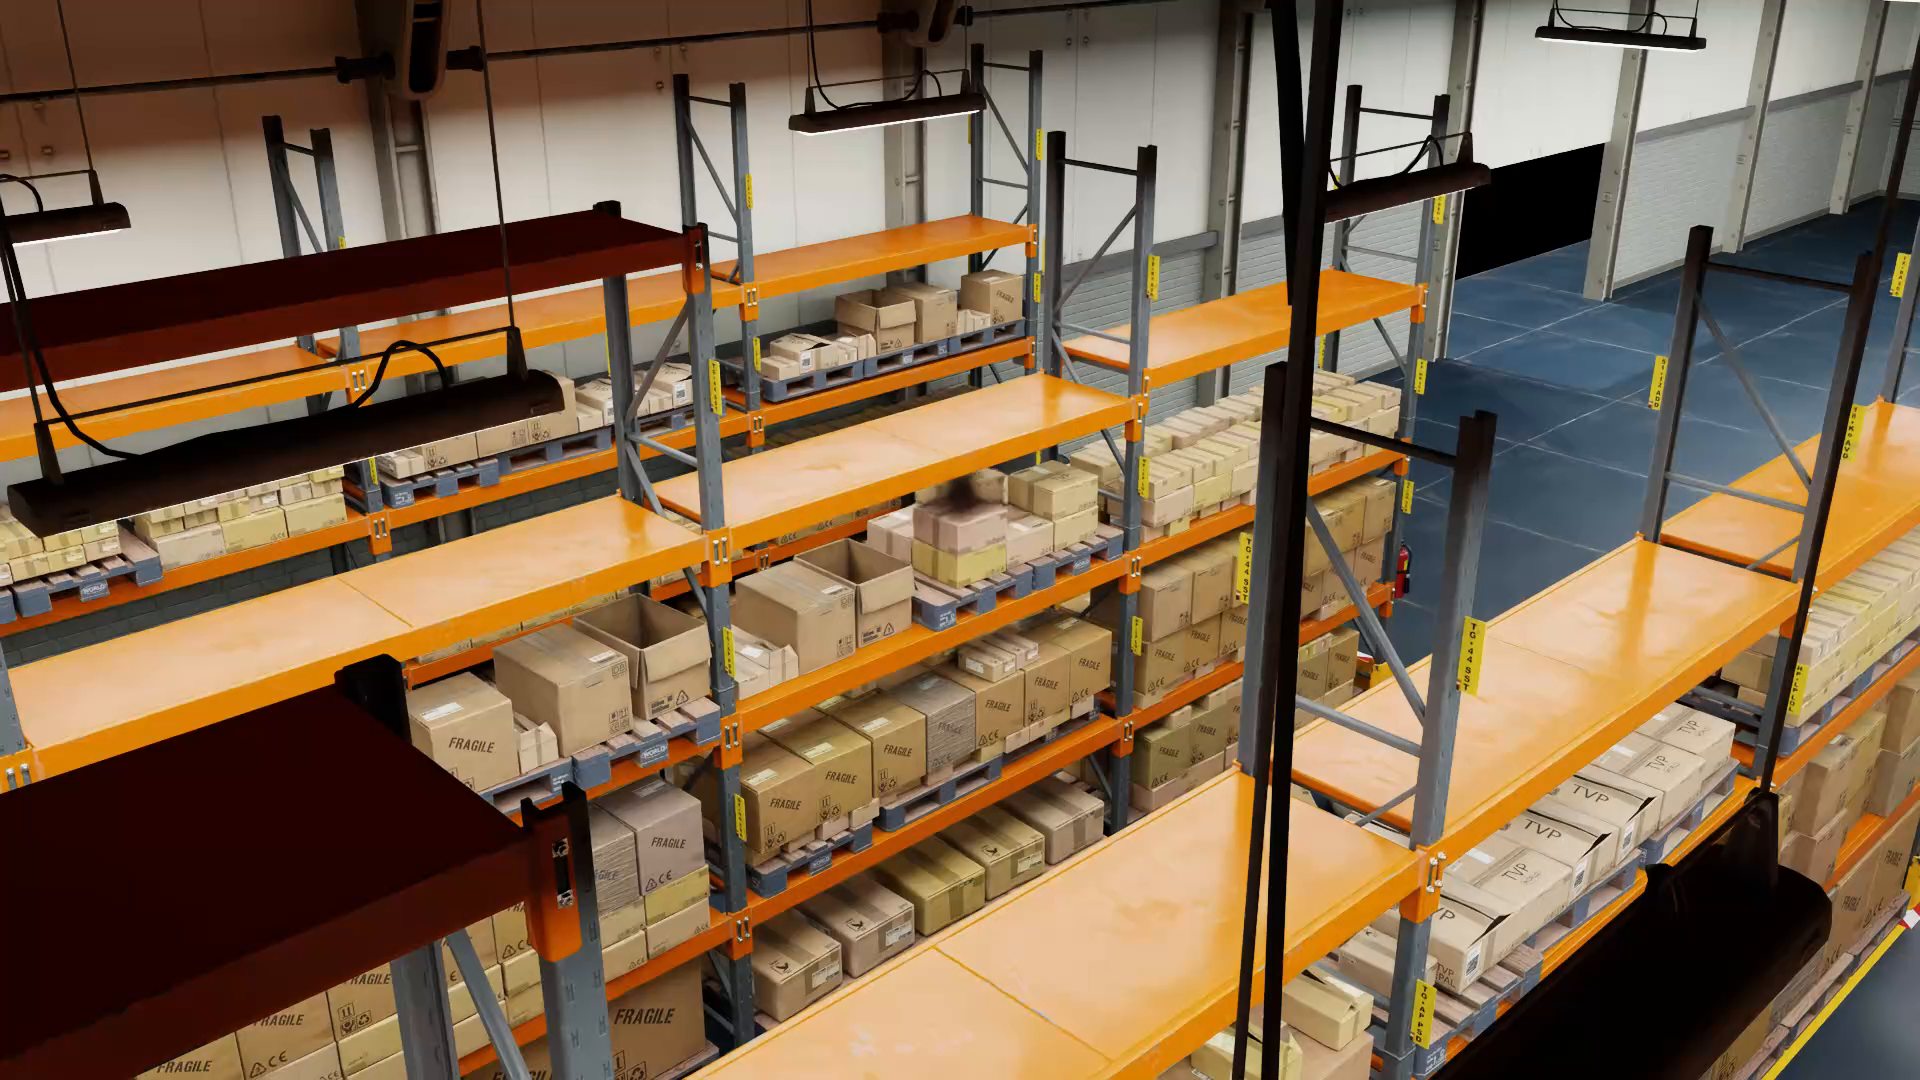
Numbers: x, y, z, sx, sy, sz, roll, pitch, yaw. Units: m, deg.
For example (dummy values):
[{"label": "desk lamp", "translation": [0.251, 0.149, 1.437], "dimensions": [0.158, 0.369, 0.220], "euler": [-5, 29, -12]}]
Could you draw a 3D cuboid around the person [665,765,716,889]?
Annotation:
[{"label": "person", "translation": [-2.313, 2.061, 13.579], "dimensions": [0.628, 1.754, 0.615], "euler": [-14, 26, -30]}]
